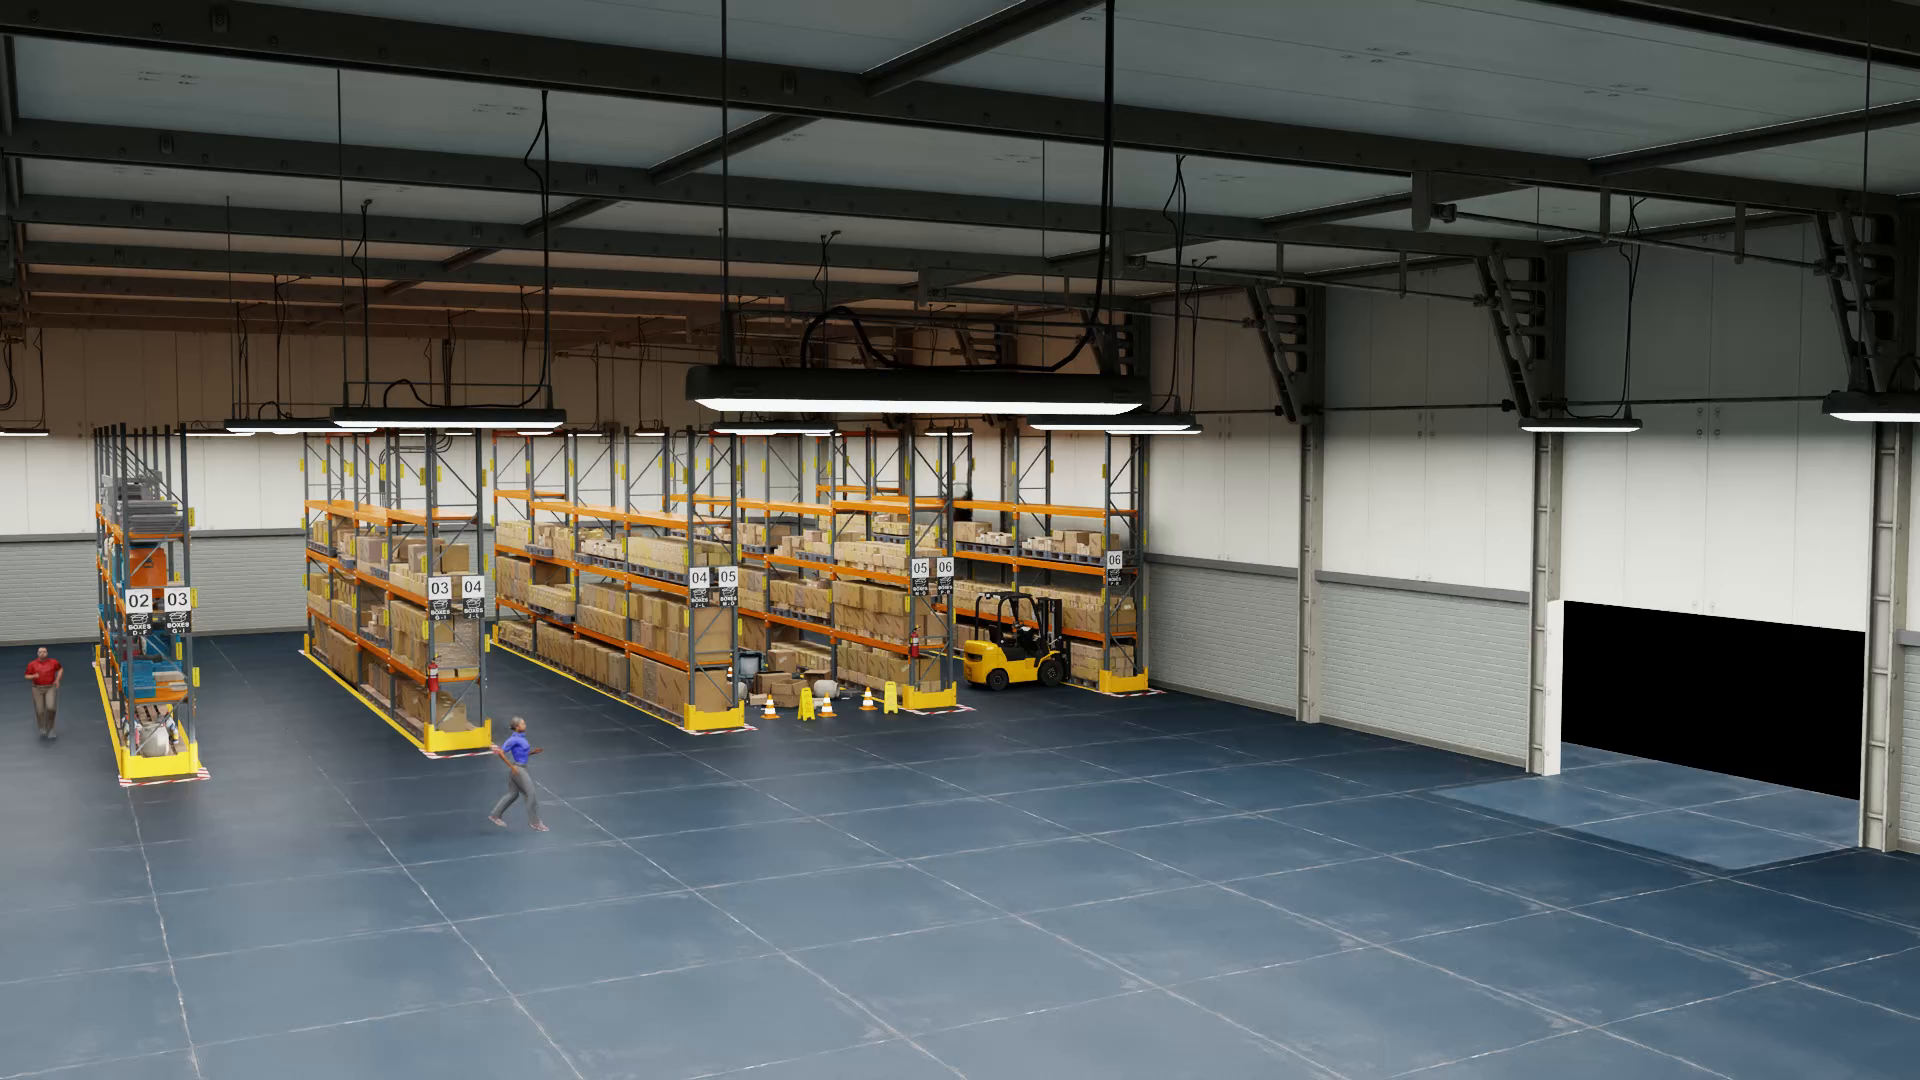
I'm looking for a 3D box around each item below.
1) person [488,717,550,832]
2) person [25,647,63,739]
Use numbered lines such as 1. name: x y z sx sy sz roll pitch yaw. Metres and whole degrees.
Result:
1. person: -6.425 3.411 24.212 0.863 1.682 0.562 -1 4 -11
2. person: -17.581 2.940 31.929 0.640 1.781 0.727 -2 4 -28
